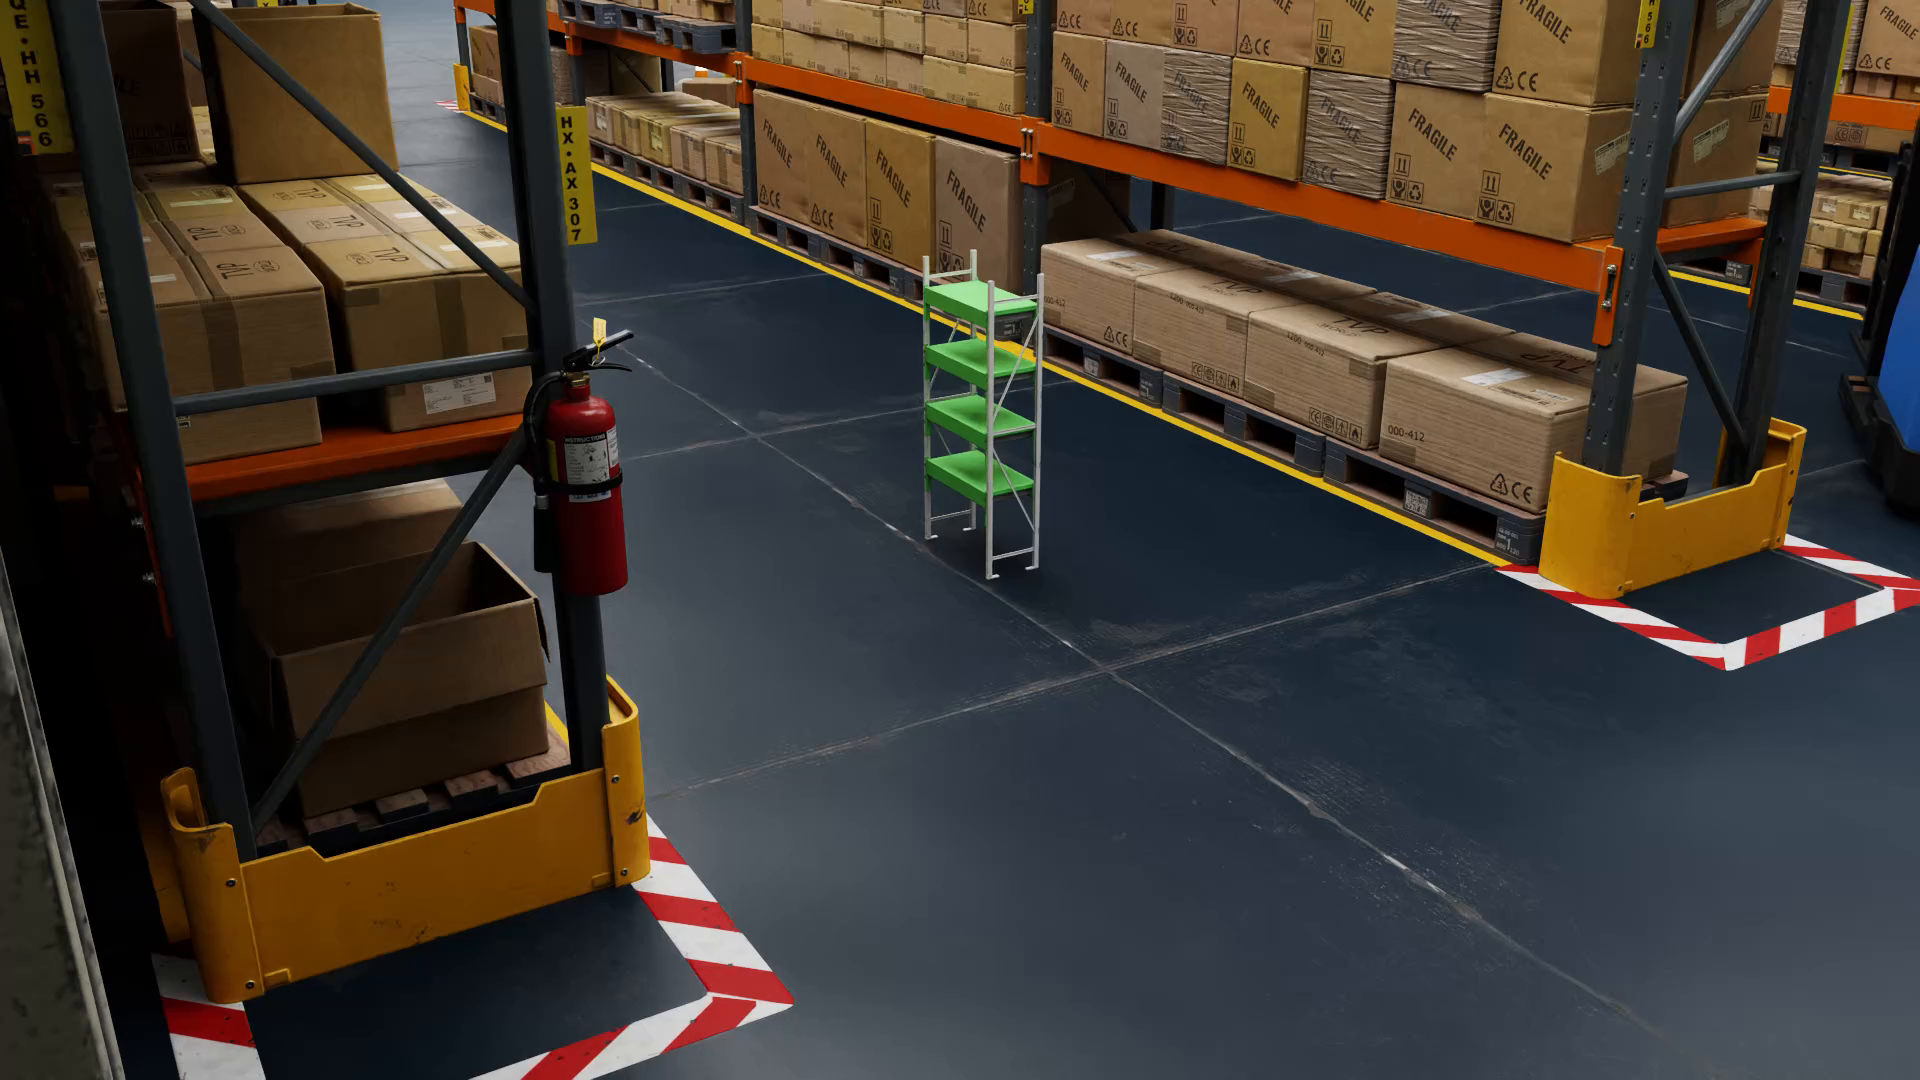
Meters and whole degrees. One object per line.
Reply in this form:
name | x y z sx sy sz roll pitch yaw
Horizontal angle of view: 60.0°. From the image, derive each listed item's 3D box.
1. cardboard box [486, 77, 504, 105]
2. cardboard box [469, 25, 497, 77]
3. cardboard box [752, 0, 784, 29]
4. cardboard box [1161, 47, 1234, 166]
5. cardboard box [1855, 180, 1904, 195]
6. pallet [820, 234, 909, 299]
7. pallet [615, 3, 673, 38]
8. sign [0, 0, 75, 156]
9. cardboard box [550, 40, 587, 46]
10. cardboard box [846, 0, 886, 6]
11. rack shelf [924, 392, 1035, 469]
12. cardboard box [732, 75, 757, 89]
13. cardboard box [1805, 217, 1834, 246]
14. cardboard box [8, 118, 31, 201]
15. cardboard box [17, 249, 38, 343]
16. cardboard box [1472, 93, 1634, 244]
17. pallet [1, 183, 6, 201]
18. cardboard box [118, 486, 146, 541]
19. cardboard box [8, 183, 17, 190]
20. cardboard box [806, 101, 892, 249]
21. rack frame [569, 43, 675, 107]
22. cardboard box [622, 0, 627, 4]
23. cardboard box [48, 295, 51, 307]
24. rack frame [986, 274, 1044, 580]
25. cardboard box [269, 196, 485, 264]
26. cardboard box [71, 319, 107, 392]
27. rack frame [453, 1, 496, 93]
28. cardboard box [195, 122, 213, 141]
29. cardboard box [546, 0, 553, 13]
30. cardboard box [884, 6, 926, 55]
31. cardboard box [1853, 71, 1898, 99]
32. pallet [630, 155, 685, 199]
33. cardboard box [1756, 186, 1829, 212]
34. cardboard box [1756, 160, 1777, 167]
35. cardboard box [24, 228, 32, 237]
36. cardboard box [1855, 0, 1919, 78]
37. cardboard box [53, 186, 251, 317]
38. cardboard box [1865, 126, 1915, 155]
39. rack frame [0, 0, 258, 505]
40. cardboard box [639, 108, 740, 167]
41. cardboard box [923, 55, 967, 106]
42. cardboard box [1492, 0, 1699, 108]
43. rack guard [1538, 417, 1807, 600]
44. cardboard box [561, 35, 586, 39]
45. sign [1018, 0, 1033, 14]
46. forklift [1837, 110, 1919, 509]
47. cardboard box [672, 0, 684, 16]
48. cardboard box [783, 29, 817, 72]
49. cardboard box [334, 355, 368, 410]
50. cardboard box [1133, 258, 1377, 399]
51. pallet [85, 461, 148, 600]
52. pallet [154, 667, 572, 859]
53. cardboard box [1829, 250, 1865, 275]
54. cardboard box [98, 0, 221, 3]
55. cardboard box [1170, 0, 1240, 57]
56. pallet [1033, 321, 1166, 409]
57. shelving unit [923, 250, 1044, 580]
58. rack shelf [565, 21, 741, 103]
cardboard box | -4.879 -4.943 18.255 0.500 0.250 0.500 -12 25 -26
cardboard box | -5.121 -5.449 18.505 0.500 0.500 0.500 -14 26 -30
cardboard box | -1.174 -3.864 12.042 0.500 0.250 0.500 -13 25 -29
cardboard box | 1.339 -2.137 8.124 0.500 0.500 0.500 -12 25 -28
cardboard box | 6.161 -2.280 11.047 0.380 0.149 0.250 -14 26 -30
pallet | -0.264 -1.957 11.519 1.003 0.211 1.213 -13 25 -28
pallet | -2.267 -4.458 14.221 1.003 0.211 1.213 -13 25 -28
sign | -1.887 -0.950 3.380 0.100 0.325 0.005 -13 25 -28
cardboard box | -4.058 -4.781 16.859 0.500 0.500 0.500 -12 25 -27
cardboard box | -0.412 -3.723 10.699 0.500 0.500 0.500 -12 25 -27
rack shelf | 0.085 -0.443 6.650 0.258 0.148 0.480 -13 25 -28
cardboard box | -2.234 -5.265 19.268 0.637 0.503 0.797 8 23 18
cardboard box | 5.628 -2.024 10.813 0.380 0.149 0.250 -13 25 -29
cardboard box | -3.422 -1.519 6.540 0.500 0.250 0.500 -13 25 -29
cardboard box | -4.734 -1.306 8.974 0.500 0.500 0.500 -14 26 -30
cardboard box | 2.392 -1.475 6.497 0.500 0.500 0.500 -12 25 -28
pallet | -7.120 -2.730 13.418 1.003 0.211 1.213 -13 25 -28
cardboard box | -3.087 -0.137 6.565 0.380 0.149 0.250 -13 25 -29
cardboard box | -5.488 -2.066 9.983 0.380 0.149 0.250 -11 25 -26
cardboard box | -0.487 -2.595 11.647 0.875 0.875 0.875 -12 25 -28
rack frame | -3.264 -5.208 15.814 1.000 3.000 0.127 -13 25 -28
cardboard box | -2.703 -4.715 14.377 0.380 0.149 0.250 -12 25 -28
cardboard box | -4.018 -1.148 7.724 0.380 0.149 0.250 -13 25 -28
rack frame | 0.209 -0.423 6.431 0.240 1.200 0.015 -13 25 -28
cardboard box | -1.658 -0.798 4.767 0.500 0.250 0.500 -12 25 -28
cardboard box | -2.264 -0.544 4.673 0.380 0.149 0.250 -13 25 -28
rack frame | -5.307 -6.503 18.999 1.000 3.000 0.127 -13 25 -28
cardboard box | -2.704 -1.454 6.380 0.500 0.250 0.500 -13 25 -28
cardboard box | -3.824 -5.217 16.168 0.380 0.149 0.250 -12 25 -27
cardboard box | -0.143 -3.204 10.417 0.500 0.250 0.500 -12 25 -27
cardboard box | 5.781 -2.838 10.315 0.380 0.149 0.250 -12 25 -26
pallet | -2.238 -3.269 14.747 1.003 0.211 1.213 -13 25 -28
cardboard box | 5.498 -2.250 10.975 0.380 0.149 0.250 -12 25 -27
cardboard box | 5.596 -2.613 11.866 0.380 0.149 0.250 -12 25 -28
cardboard box | -4.680 -1.562 8.743 0.380 0.149 0.250 -14 26 -30
cardboard box | 5.847 -3.082 10.055 0.500 0.500 0.500 -11 25 -26
cardboard box | -2.374 -0.862 4.926 0.500 0.250 0.500 -12 25 -27
cardboard box | 8.998 -3.938 14.953 1.225 0.875 0.875 -13 25 -28
rack frame | -3.443 -1.663 7.090 1.000 3.000 0.127 -13 25 -28
cardboard box | -2.267 -3.559 14.689 0.950 0.372 0.625 -12 25 -26
cardboard box | 0.117 -2.811 10.115 0.500 0.250 0.500 -13 25 -29
cardboard box | 2.415 -1.944 6.321 0.500 0.500 0.500 -12 25 -27
rack guard | 2.878 -0.158 6.708 1.175 0.500 0.348 -13 25 -28
cardboard box | -3.880 -5.059 17.543 0.500 0.500 0.500 -11 25 -25
sign | 0.361 -3.011 8.975 0.100 0.325 0.005 -13 25 -28
forklift | 5.036 -1.901 7.767 1.130 2.935 3.031 8 23 19
cardboard box | -2.079 -4.281 13.309 0.380 0.149 0.250 -14 26 -31
cardboard box | -0.910 -3.474 11.747 0.500 0.250 0.500 -13 26 -30
cardboard box | -1.501 -0.484 4.524 0.380 0.149 0.250 -12 25 -27
cardboard box | 1.509 -1.113 8.582 0.875 0.438 0.875 -13 26 -30
pallet | -3.093 -0.148 7.068 1.003 0.211 1.213 -13 25 -28
pallet | -1.847 0.642 5.125 1.003 0.211 1.213 -13 25 -28
cardboard box | 5.834 -1.815 10.694 0.380 0.149 0.250 -12 25 -27
cardboard box | -4.163 -2.525 8.521 0.700 0.500 0.500 -13 25 -29
cardboard box | 1.362 -2.595 7.923 0.500 0.500 0.500 -12 25 -27
pallet | 1.144 -1.066 9.325 1.003 0.211 1.213 -13 25 -28
shelving unit | 0.085 -0.502 6.626 0.258 1.200 0.503 -13 25 -28
rack shelf | -2.243 -4.228 14.356 1.077 0.370 4.000 -13 25 -28
